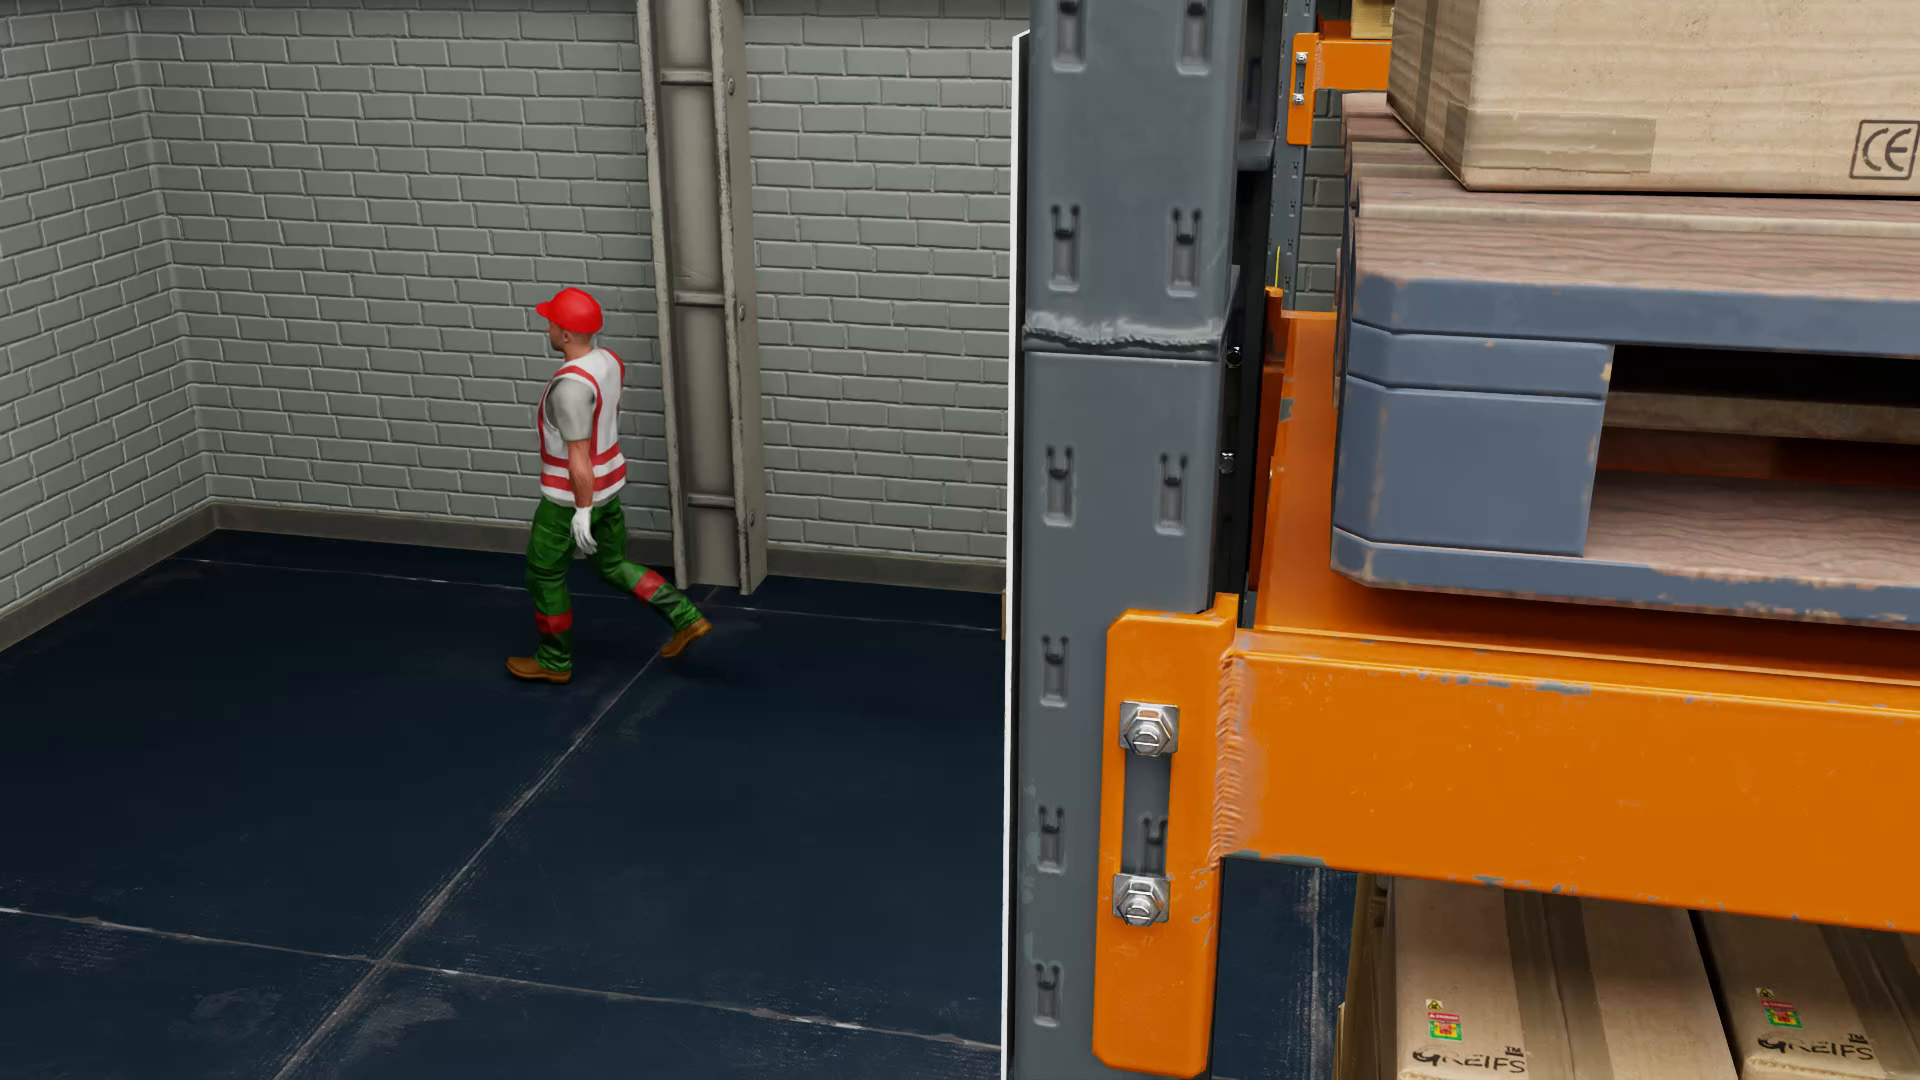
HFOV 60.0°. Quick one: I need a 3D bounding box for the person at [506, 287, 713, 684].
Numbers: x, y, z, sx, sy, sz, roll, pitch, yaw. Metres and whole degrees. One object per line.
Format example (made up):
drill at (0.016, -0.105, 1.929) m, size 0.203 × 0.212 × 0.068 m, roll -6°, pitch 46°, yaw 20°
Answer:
person at (-1.570, -0.211, 7.085) m, size 0.890 × 1.762 × 0.553 m, roll 5°, pitch 22°, yaw 13°
